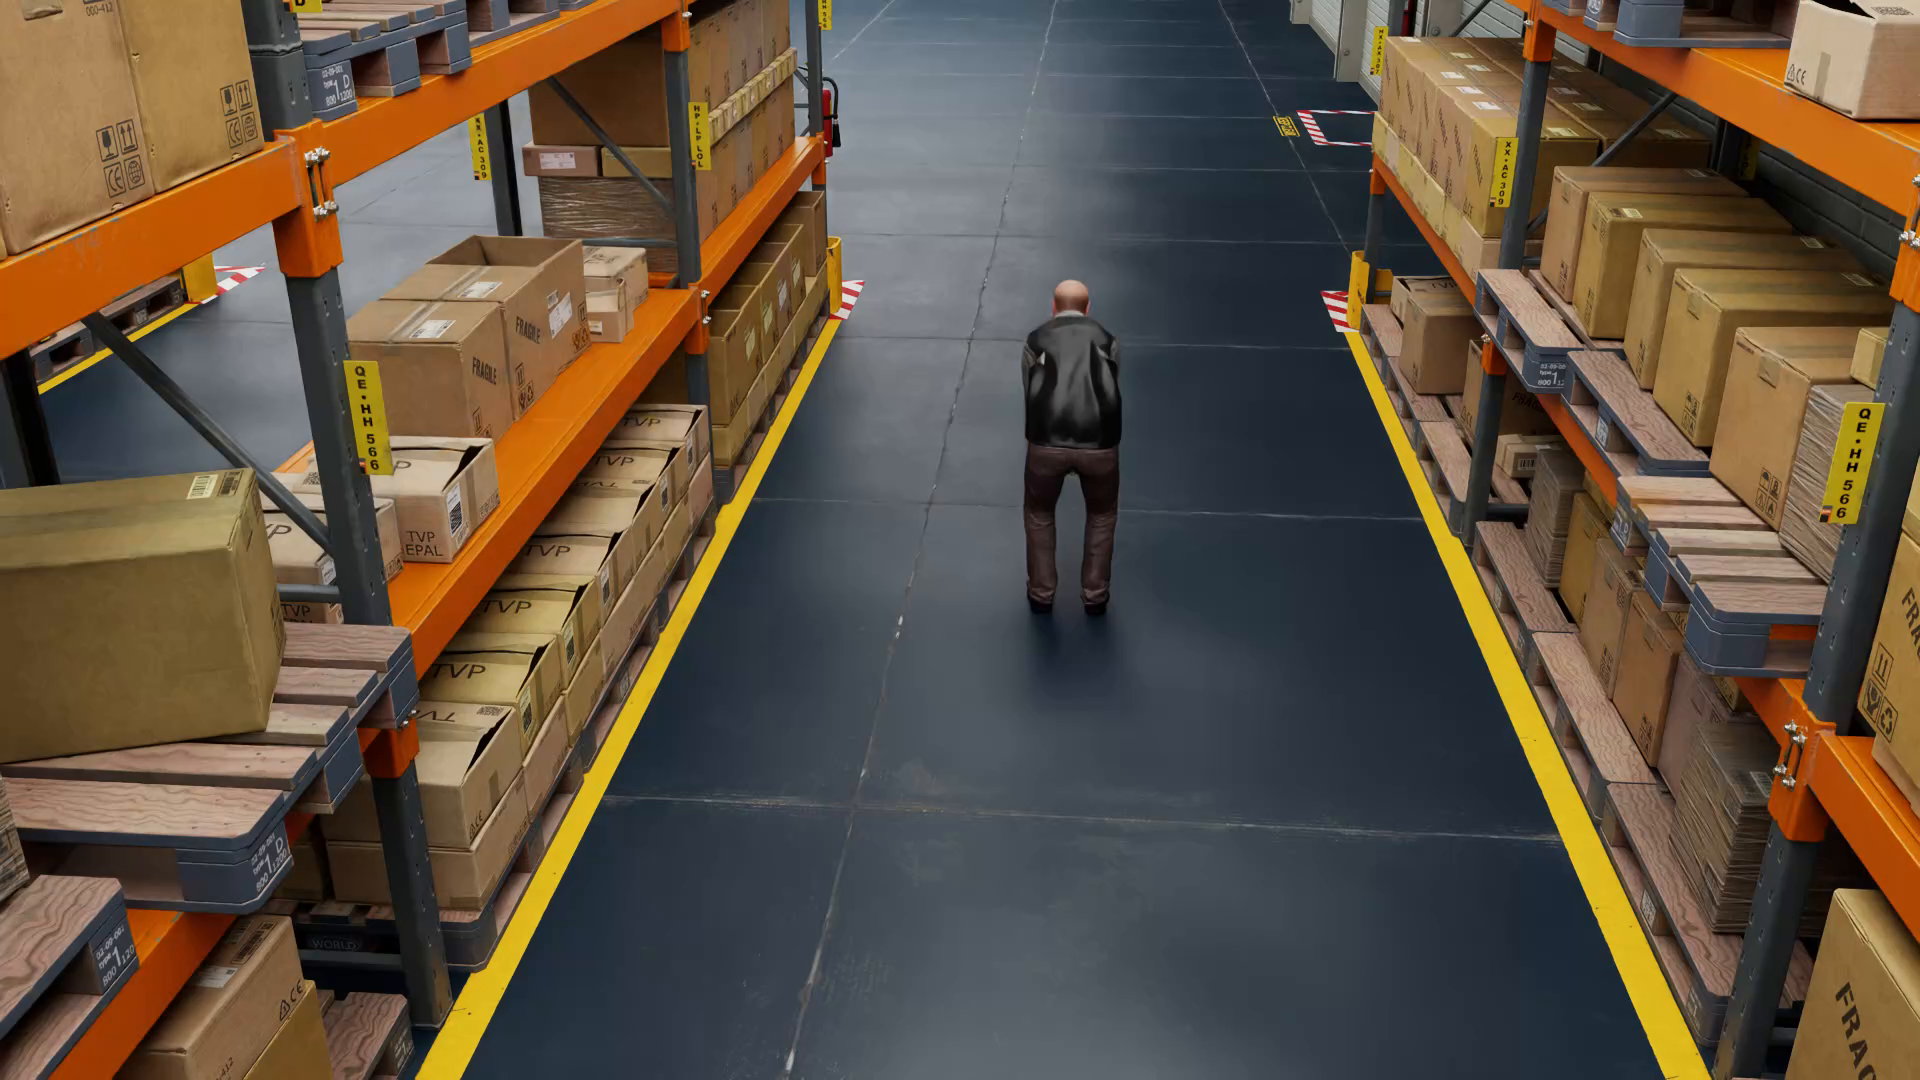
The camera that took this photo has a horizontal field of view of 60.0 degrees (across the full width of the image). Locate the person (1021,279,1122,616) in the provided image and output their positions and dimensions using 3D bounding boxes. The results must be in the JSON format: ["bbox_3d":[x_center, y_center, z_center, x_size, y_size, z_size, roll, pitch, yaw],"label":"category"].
[{"bbox_3d":[0.518,-0.432,7.884,0.473,1.482,0.796,1,24,3],"label":"person"}]
